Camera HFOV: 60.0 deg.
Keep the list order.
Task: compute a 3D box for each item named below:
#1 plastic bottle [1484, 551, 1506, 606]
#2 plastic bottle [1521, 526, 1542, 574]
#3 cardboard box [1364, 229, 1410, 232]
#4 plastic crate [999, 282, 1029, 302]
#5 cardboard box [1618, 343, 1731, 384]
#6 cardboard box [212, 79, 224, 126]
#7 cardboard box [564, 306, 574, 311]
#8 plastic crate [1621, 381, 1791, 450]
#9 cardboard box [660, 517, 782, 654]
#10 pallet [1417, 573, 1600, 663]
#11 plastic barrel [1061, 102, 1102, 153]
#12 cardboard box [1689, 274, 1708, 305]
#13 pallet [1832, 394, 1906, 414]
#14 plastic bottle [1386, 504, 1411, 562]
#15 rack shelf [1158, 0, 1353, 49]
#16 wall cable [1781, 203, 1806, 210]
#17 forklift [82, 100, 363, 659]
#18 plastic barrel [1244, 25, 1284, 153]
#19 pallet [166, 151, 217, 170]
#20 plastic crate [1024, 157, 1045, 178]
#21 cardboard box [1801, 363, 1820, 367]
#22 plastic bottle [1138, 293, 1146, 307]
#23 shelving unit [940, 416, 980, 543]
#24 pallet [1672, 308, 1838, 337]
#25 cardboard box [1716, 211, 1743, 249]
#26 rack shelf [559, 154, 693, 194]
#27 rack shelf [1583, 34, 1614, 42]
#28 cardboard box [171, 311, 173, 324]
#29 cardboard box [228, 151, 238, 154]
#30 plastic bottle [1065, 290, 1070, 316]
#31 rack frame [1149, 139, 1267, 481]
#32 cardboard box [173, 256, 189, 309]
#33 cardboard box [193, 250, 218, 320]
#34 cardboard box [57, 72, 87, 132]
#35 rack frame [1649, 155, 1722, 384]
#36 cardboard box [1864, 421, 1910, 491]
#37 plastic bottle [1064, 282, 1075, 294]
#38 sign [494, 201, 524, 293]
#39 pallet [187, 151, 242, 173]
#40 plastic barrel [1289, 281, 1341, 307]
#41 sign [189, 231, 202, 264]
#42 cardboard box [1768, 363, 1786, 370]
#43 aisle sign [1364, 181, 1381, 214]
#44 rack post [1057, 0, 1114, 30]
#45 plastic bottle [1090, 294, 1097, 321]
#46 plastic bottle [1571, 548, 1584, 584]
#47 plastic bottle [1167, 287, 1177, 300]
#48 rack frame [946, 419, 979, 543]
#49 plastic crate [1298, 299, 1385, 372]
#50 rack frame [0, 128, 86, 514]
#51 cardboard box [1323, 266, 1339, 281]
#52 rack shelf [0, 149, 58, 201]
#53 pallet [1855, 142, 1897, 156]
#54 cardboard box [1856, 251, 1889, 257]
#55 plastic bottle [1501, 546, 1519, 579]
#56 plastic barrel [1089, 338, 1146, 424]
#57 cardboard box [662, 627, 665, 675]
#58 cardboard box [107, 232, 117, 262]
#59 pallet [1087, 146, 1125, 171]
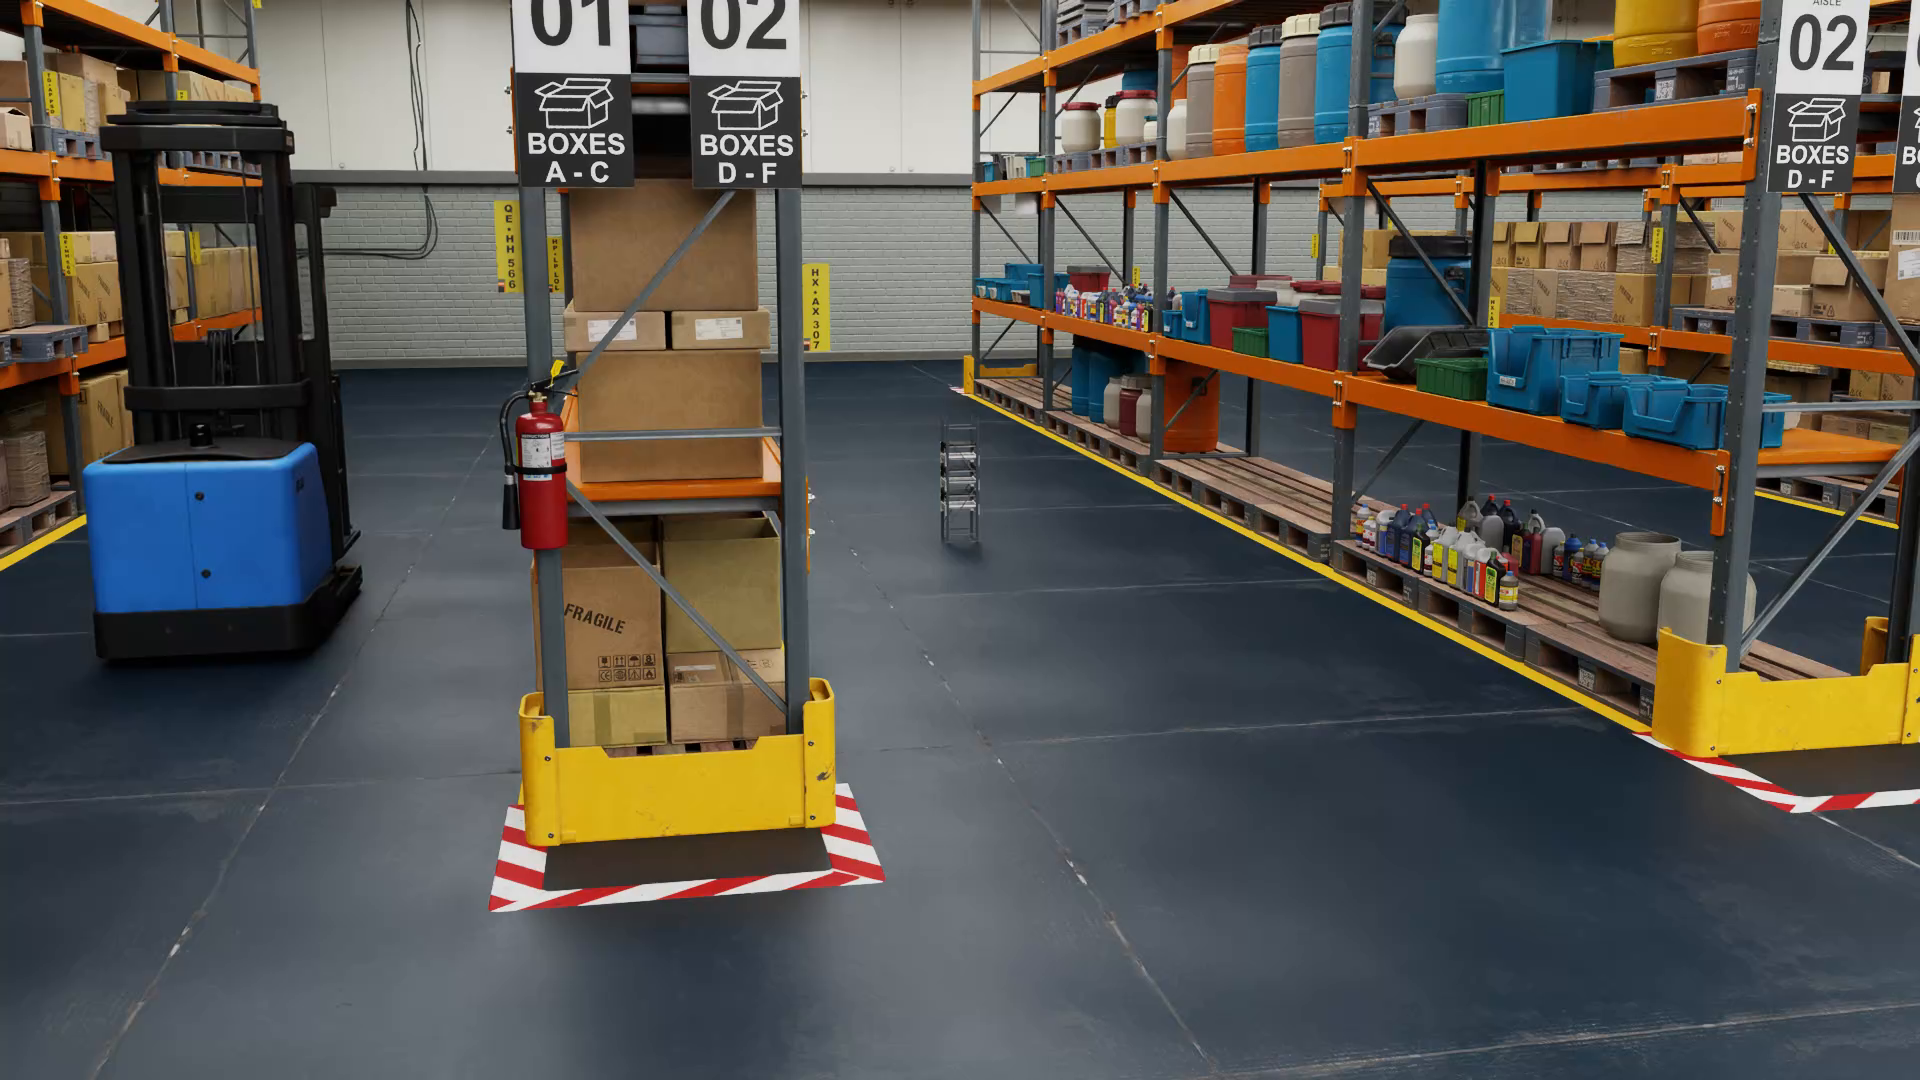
[{"bbox_3d":[2.949,0.210,9.157,0.061,0.283,0.133,-2,11,-10],"label":"plastic bottle"},{"bbox_3d":[3.430,0.054,9.976,0.061,0.283,0.133,-2,11,-11],"label":"plastic bottle"},{"bbox_3d":[5.876,-4.042,23.010,0.500,0.500,0.500,-2,11,-10],"label":"cardboard box"},{"bbox_3d":[0.704,-3.094,20.718,0.416,0.233,0.300,-2,11,-11],"label":"plastic crate"},{"bbox_3d":[6.965,-1.503,16.632,1.225,0.875,0.875,-3,11,-14],"label":"cardboard box"},{"bbox_3d":[-8.346,-4.756,18.144,0.500,0.500,0.500,-2,11,-11],"label":"cardboard box"},{"bbox_3d":[-1.396,-0.866,6.720,0.380,0.149,0.250,-2,11,-10],"label":"cardboard box"},{"bbox_3d":[3.386,-0.574,7.588,0.499,0.251,0.616,-2,11,-11],"label":"plastic crate"},{"bbox_3d":[-1.068,0.191,7.394,0.500,0.500,0.500,-2,11,-11],"label":"cardboard box"},{"bbox_3d":[3.329,0.419,9.431,1.003,0.211,1.213,-2,11,-11],"label":"pallet"},{"bbox_3d":[1.299,-4.408,17.824,0.433,0.535,0.433,0,11,0],"label":"plastic barrel"},{"bbox_3d":[7.251,-2.362,16.315,0.500,0.500,0.500,-2,11,-9],"label":"cardboard box"},{"bbox_3d":[11.339,-1.596,20.019,1.003,0.211,1.213,-2,11,-11],"label":"pallet"},{"bbox_3d":[2.748,-0.051,10.353,0.144,0.351,0.185,-2,11,-9],"label":"plastic bottle"},{"bbox_3d":[2.610,-4.064,12.474,1.077,0.370,4.000,-2,11,-11],"label":"rack shelf"},{"bbox_3d":[15.513,-5.627,31.022,0.588,1.984,0.122,-2,11,-11],"label":"wall cable"},{"bbox_3d":[-4.272,-1.049,9.867,1.130,2.935,3.031,-2,11,-12],"label":"forklift"},{"bbox_3d":[2.432,-3.345,12.385,0.600,0.901,0.708,-2,11,-11],"label":"plastic barrel"},{"bbox_3d":[-8.424,-3.987,17.337,1.003,0.211,1.213,-2,11,-11],"label":"pallet"},{"bbox_3d":[0.952,-4.314,19.263,0.416,0.233,0.300,-2,11,-11],"label":"plastic crate"},{"bbox_3d":[10.861,-2.263,20.973,0.380,0.149,0.250,-2,11,-9],"label":"cardboard box"},{"bbox_3d":[1.913,-2.451,17.397,0.097,0.271,0.097,0,11,0],"label":"plastic bottle"},{"bbox_3d":[-0.002,-0.444,12.120,0.258,0.900,0.210,-2,11,-11],"label":"shelving unit"},{"bbox_3d":[7.322,-1.992,15.156,1.213,0.211,1.003,-2,11,-11],"label":"pallet"},{"bbox_3d":[10.521,-4.155,22.268,0.500,0.500,0.500,-2,11,-13],"label":"cardboard box"},{"bbox_3d":[-2.250,-2.607,11.774,1.077,0.370,4.000,-2,11,-11],"label":"rack shelf"},{"bbox_3d":[6.690,-4.978,17.275,1.077,0.370,4.000,-2,11,-11],"label":"rack shelf"},{"bbox_3d":[-7.853,-2.147,16.072,0.380,0.149,0.250,-2,11,-9],"label":"cardboard box"},{"bbox_3d":[-8.442,-4.480,18.702,0.500,0.250,0.500,-2,11,-13],"label":"cardboard box"},{"bbox_3d":[1.181,-2.558,17.959,0.097,0.271,0.097,0,11,0],"label":"plastic bottle"},{"bbox_3d":[2.221,-2.033,14.858,1.000,3.000,0.127,-2,11,-11],"label":"rack frame"},{"bbox_3d":[-7.938,-2.536,16.383,0.500,0.500,0.500,-2,11,-12],"label":"cardboard box"},{"bbox_3d":[-8.365,-2.654,17.317,0.980,0.700,0.700,-2,11,-10],"label":"cardboard box"},{"bbox_3d":[-7.897,-3.696,14.126,0.700,0.500,0.500,-2,11,-8],"label":"cardboard box"},{"bbox_3d":[7.079,-2.214,15.804,1.000,3.000,0.127,-2,11,-11],"label":"rack frame"},{"bbox_3d":[7.684,-0.670,13.201,0.700,0.500,0.500,-2,11,-11],"label":"cardboard box"},{"bbox_3d":[1.201,-2.659,18.277,0.144,0.351,0.185,-2,11,-11],"label":"plastic bottle"},{"bbox_3d":[-1.618,-1.055,5.985,0.100,0.325,0.005,-2,11,-11],"label":"sign"},{"bbox_3d":[-8.658,-4.210,18.511,1.003,0.211,1.213,-2,11,-11],"label":"pallet"},{"bbox_3d":[2.801,-1.764,13.078,0.433,0.535,0.433,0,11,0],"label":"plastic barrel"},{"bbox_3d":[-7.745,-2.958,16.831,0.100,0.325,0.005,-2,11,-11],"label":"sign"},{"bbox_3d":[10.679,-2.205,21.464,0.380,0.149,0.250,-3,11,-13],"label":"cardboard box"},{"bbox_3d":[5.803,-4.982,23.396,0.394,0.787,0.004,-2,11,-11],"label":"aisle sign"},{"bbox_3d":[1.576,-5.521,17.340,0.937,0.300,0.954,-2,11,-12],"label":"rack post"},{"bbox_3d":[1.380,-2.370,16.973,0.097,0.271,0.097,0,11,0],"label":"plastic bottle"},{"bbox_3d":[3.624,0.149,9.698,0.097,0.201,0.097,0,11,0],"label":"plastic bottle"},{"bbox_3d":[2.157,-2.384,16.832,0.144,0.351,0.185,-2,11,-11],"label":"plastic bottle"},{"bbox_3d":[0.018,-0.425,12.022,0.240,0.900,0.006,-2,11,-11],"label":"rack frame"},{"bbox_3d":[2.604,-1.409,11.405,0.402,0.464,0.583,-2,11,-11],"label":"plastic crate"},{"bbox_3d":[-7.497,-1.673,12.965,1.000,3.000,0.127,-2,11,-11],"label":"rack frame"},{"bbox_3d":[5.351,-3.655,22.985,0.500,0.250,0.500,-2,11,-13],"label":"cardboard box"},{"bbox_3d":[-7.108,-2.426,10.824,1.077,0.370,4.000,-2,11,-11],"label":"rack shelf"},{"bbox_3d":[7.637,-3.168,13.301,1.213,0.211,1.003,-2,11,-11],"label":"pallet"},{"bbox_3d":[10.872,-3.344,19.702,0.380,0.149,0.250,-2,11,-9],"label":"cardboard box"},{"bbox_3d":[3.071,0.180,9.317,0.061,0.283,0.133,-2,11,-11],"label":"plastic bottle"},{"bbox_3d":[1.669,-1.712,17.659,0.600,0.901,0.708,-2,11,-11],"label":"plastic barrel"},{"bbox_3d":[-1.167,0.468,7.946,0.500,0.250,0.500,-2,11,-11],"label":"cardboard box"},{"bbox_3d":[-7.539,-2.529,14.341,0.500,0.250,0.500,-2,11,-11],"label":"cardboard box"},{"bbox_3d":[1.914,-3.800,16.620,1.003,0.211,1.213,-2,11,-11],"label":"pallet"}]
